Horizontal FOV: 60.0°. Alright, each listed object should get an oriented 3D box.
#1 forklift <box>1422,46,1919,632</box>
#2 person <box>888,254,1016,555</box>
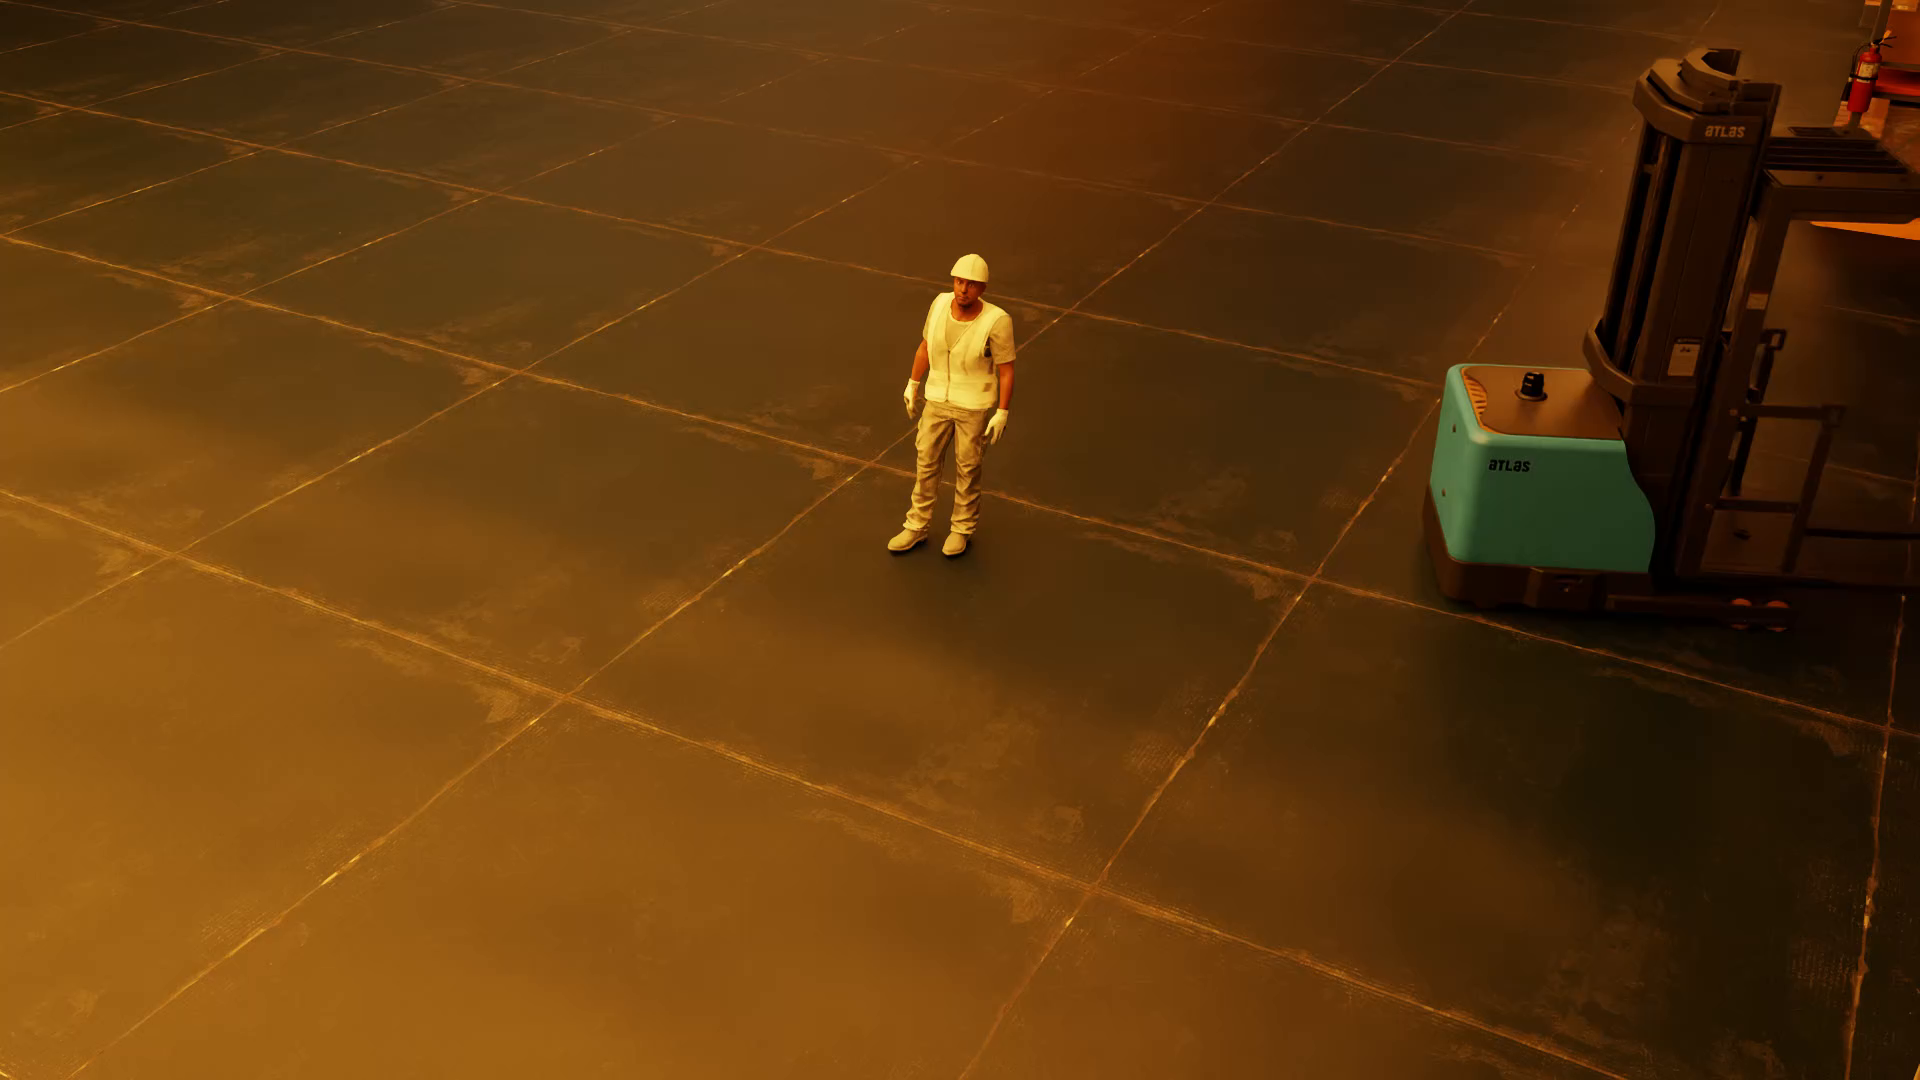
[{"bbox_3d":[4.261,-1.049,8.888,3.031,2.935,1.130,3,30,6],"label":"forklift"},{"bbox_3d":[-0.042,-0.748,9.502,0.656,1.784,0.575,15,33,25],"label":"person"}]
